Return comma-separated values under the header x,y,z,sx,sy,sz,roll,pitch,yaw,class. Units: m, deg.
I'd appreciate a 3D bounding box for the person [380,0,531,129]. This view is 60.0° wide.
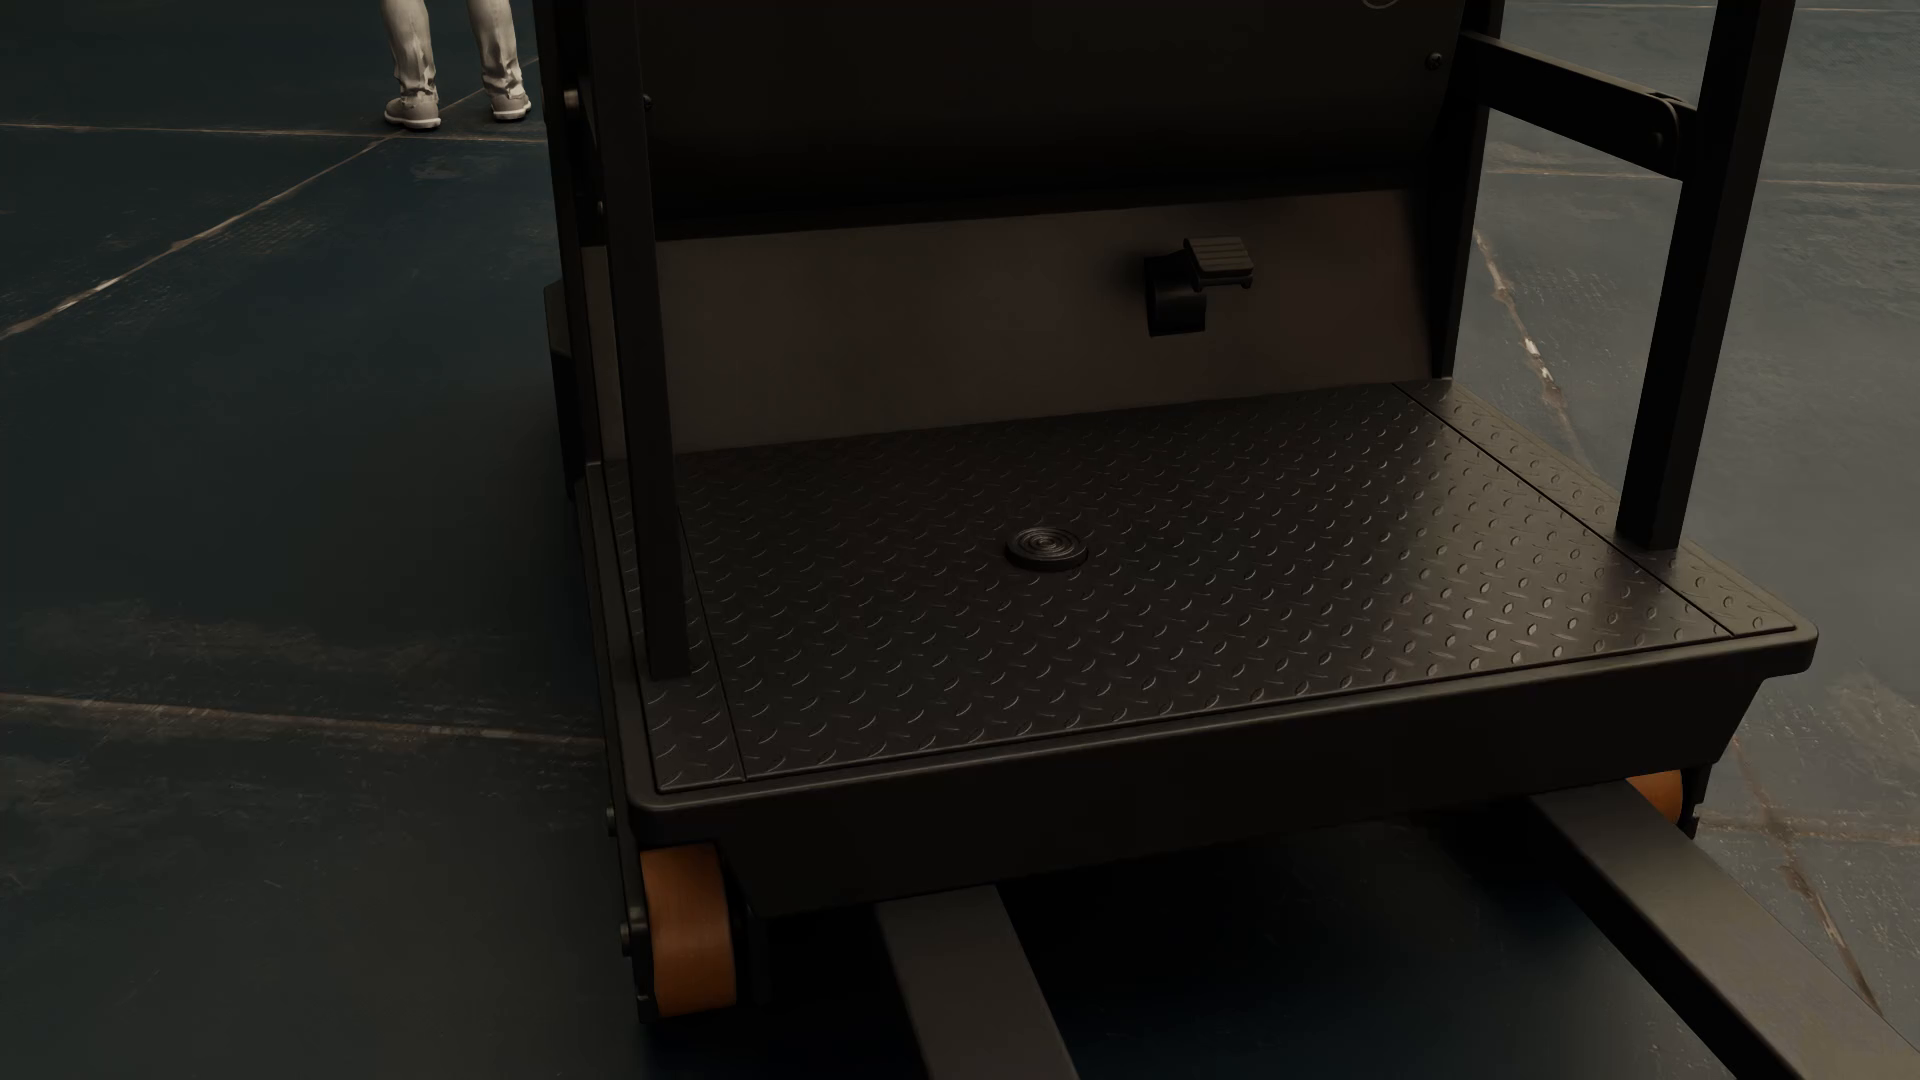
x,y,z,sx,sy,sz,roll,pitch,yaw,class
-1.549,-2.013,4.673,0.544,1.666,0.371,-14,30,-26,person

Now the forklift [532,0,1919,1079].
x,y,z,sx,sy,sz,roll,pitch,yaw,class
0.153,-1.049,1.319,1.130,2.935,3.031,-7,27,-13,forklift
